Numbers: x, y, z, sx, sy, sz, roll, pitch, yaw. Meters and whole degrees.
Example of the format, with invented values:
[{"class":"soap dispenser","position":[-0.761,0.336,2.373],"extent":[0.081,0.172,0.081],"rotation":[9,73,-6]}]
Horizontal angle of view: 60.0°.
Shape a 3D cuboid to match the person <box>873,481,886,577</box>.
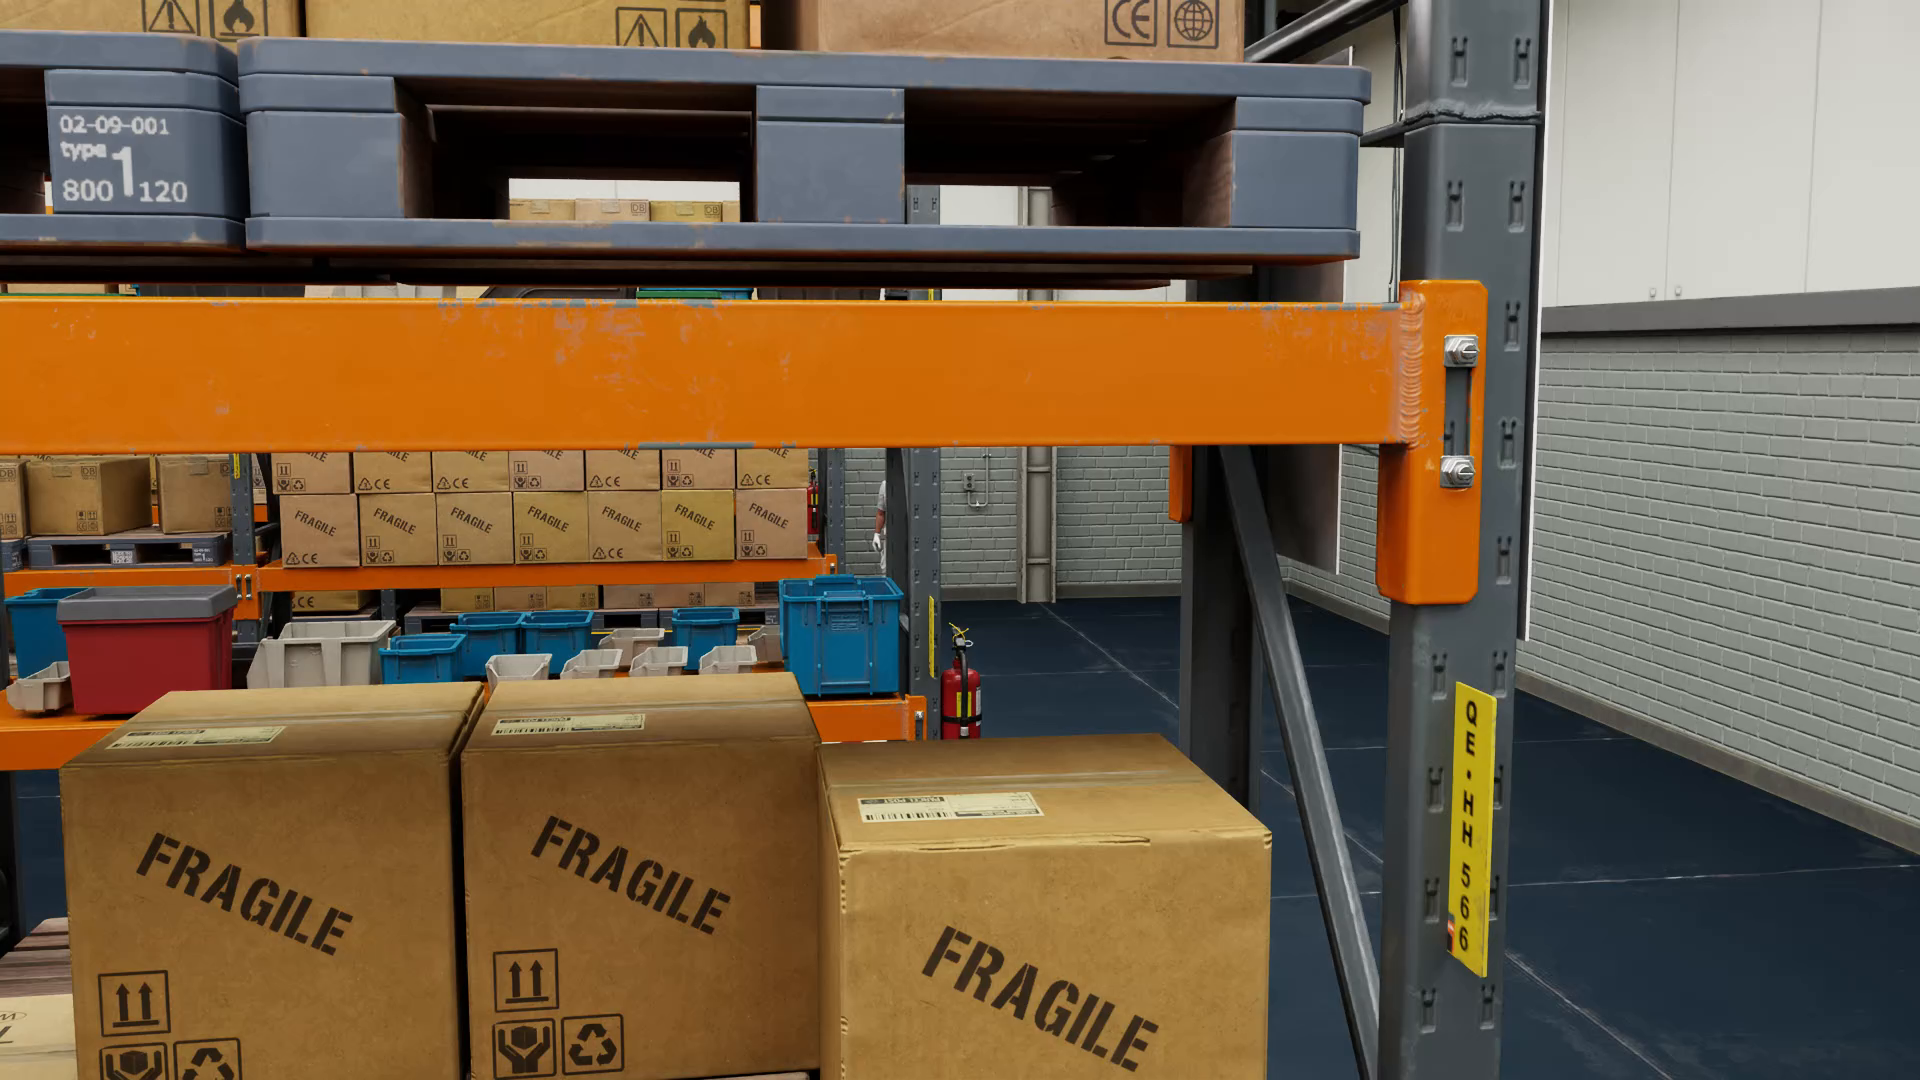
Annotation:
[{"class":"person","position":[-0.575,0.002,16.647],"extent":[0.614,1.773,0.449],"rotation":[2,7,18]}]
